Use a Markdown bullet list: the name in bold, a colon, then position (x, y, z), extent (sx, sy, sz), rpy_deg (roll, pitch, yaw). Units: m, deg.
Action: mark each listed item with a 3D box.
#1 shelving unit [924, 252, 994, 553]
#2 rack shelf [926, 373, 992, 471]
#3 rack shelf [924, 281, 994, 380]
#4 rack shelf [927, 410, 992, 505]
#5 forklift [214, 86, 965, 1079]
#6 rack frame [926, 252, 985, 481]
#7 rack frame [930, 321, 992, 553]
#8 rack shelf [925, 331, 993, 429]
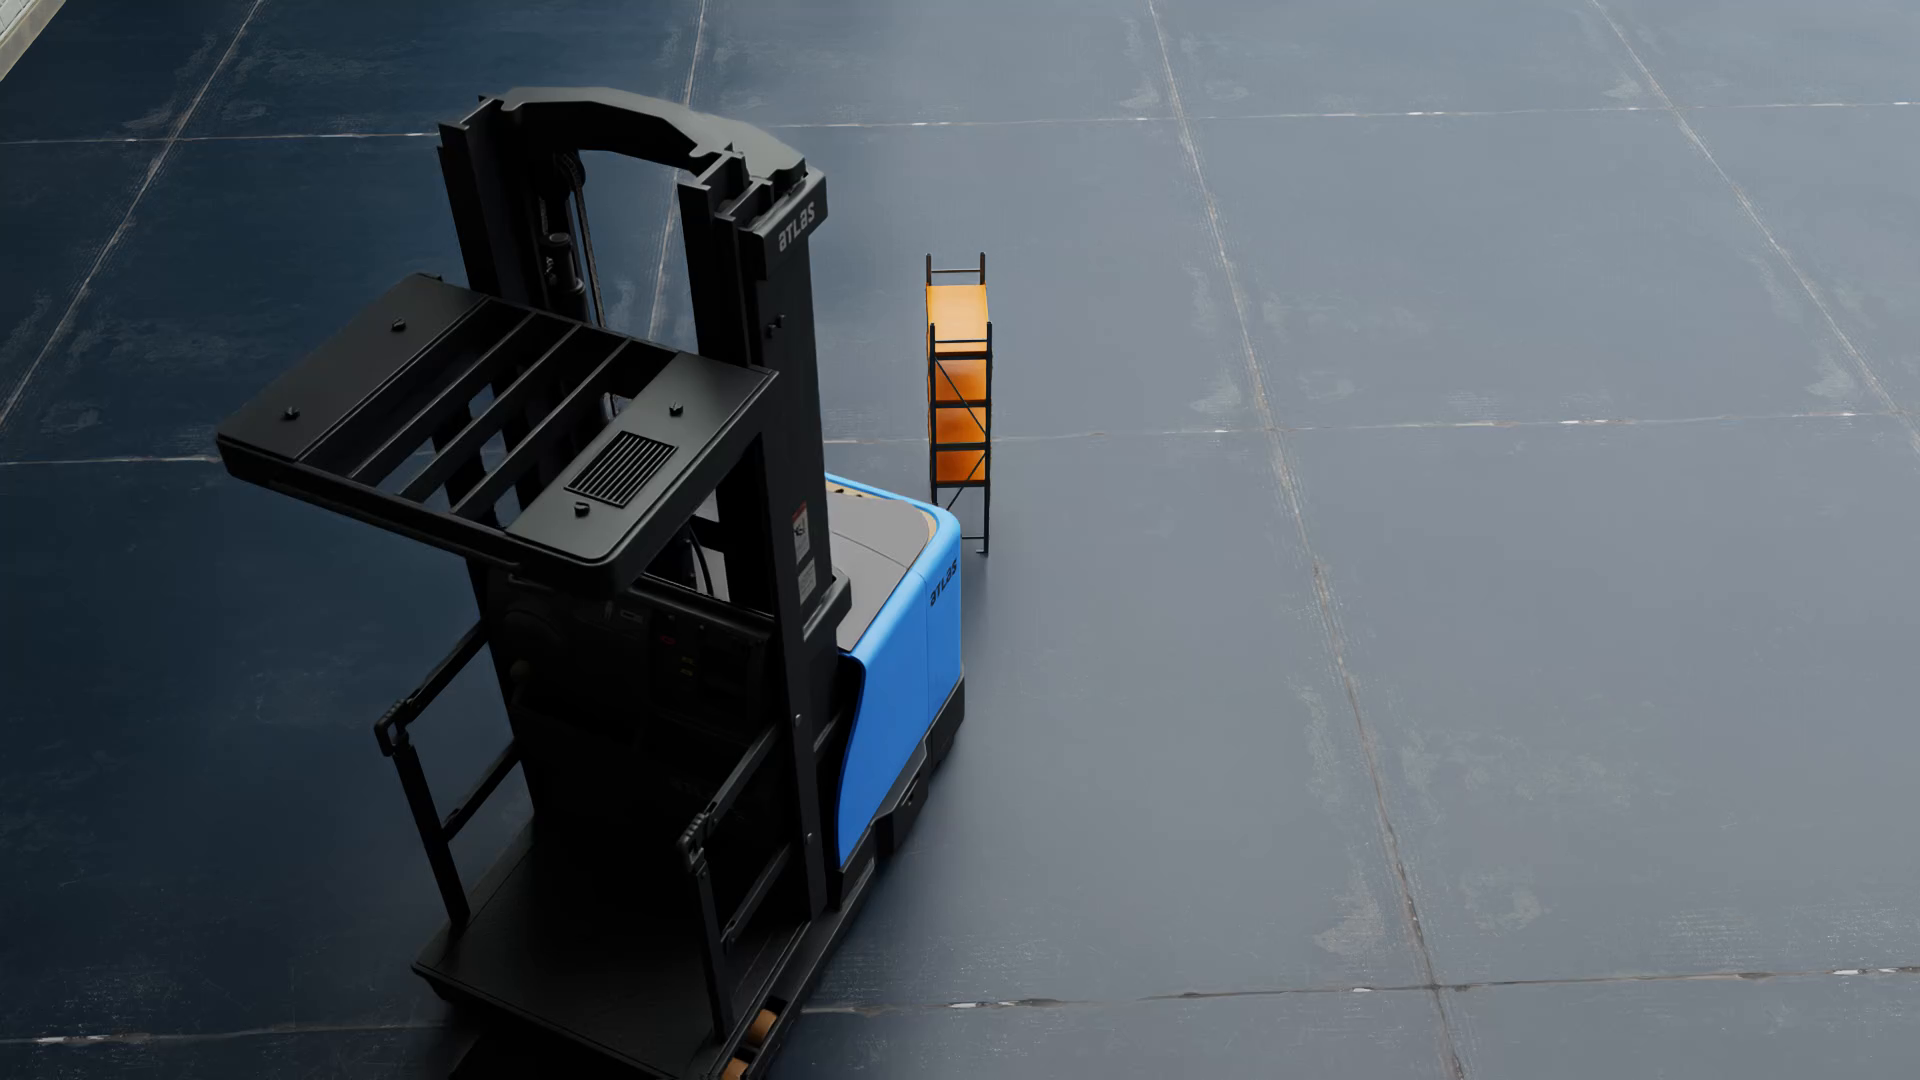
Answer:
- **shelving unit**: position (-0.007, -0.554, 6.966), extent (0.258, 1.200, 0.503), rpy_deg (-2, 43, -2)
- **rack shelf**: position (-0.007, -0.504, 7.012), extent (0.258, 0.148, 0.480), rpy_deg (-2, 43, -2)
- **rack shelf**: position (-0.007, -0.844, 6.701), extent (0.258, 0.148, 0.480), rpy_deg (-2, 43, -2)
- **rack shelf**: position (-0.007, -0.358, 7.146), extent (0.258, 0.148, 0.480), rpy_deg (-2, 43, -2)
- **forklift**: position (-1.055, 0.387, 4.659), extent (1.130, 2.935, 3.031), rpy_deg (17, 45, 18)
- **rack frame**: position (-0.017, -0.719, 7.146), extent (0.240, 1.200, 0.015), rpy_deg (-2, 43, -2)
- **rack frame**: position (0.003, -0.389, 6.787), extent (0.240, 1.200, 0.015), rpy_deg (-2, 43, -2)
- **rack shelf**: position (-0.007, -0.669, 6.861), extent (0.258, 0.148, 0.480), rpy_deg (-2, 43, -2)
